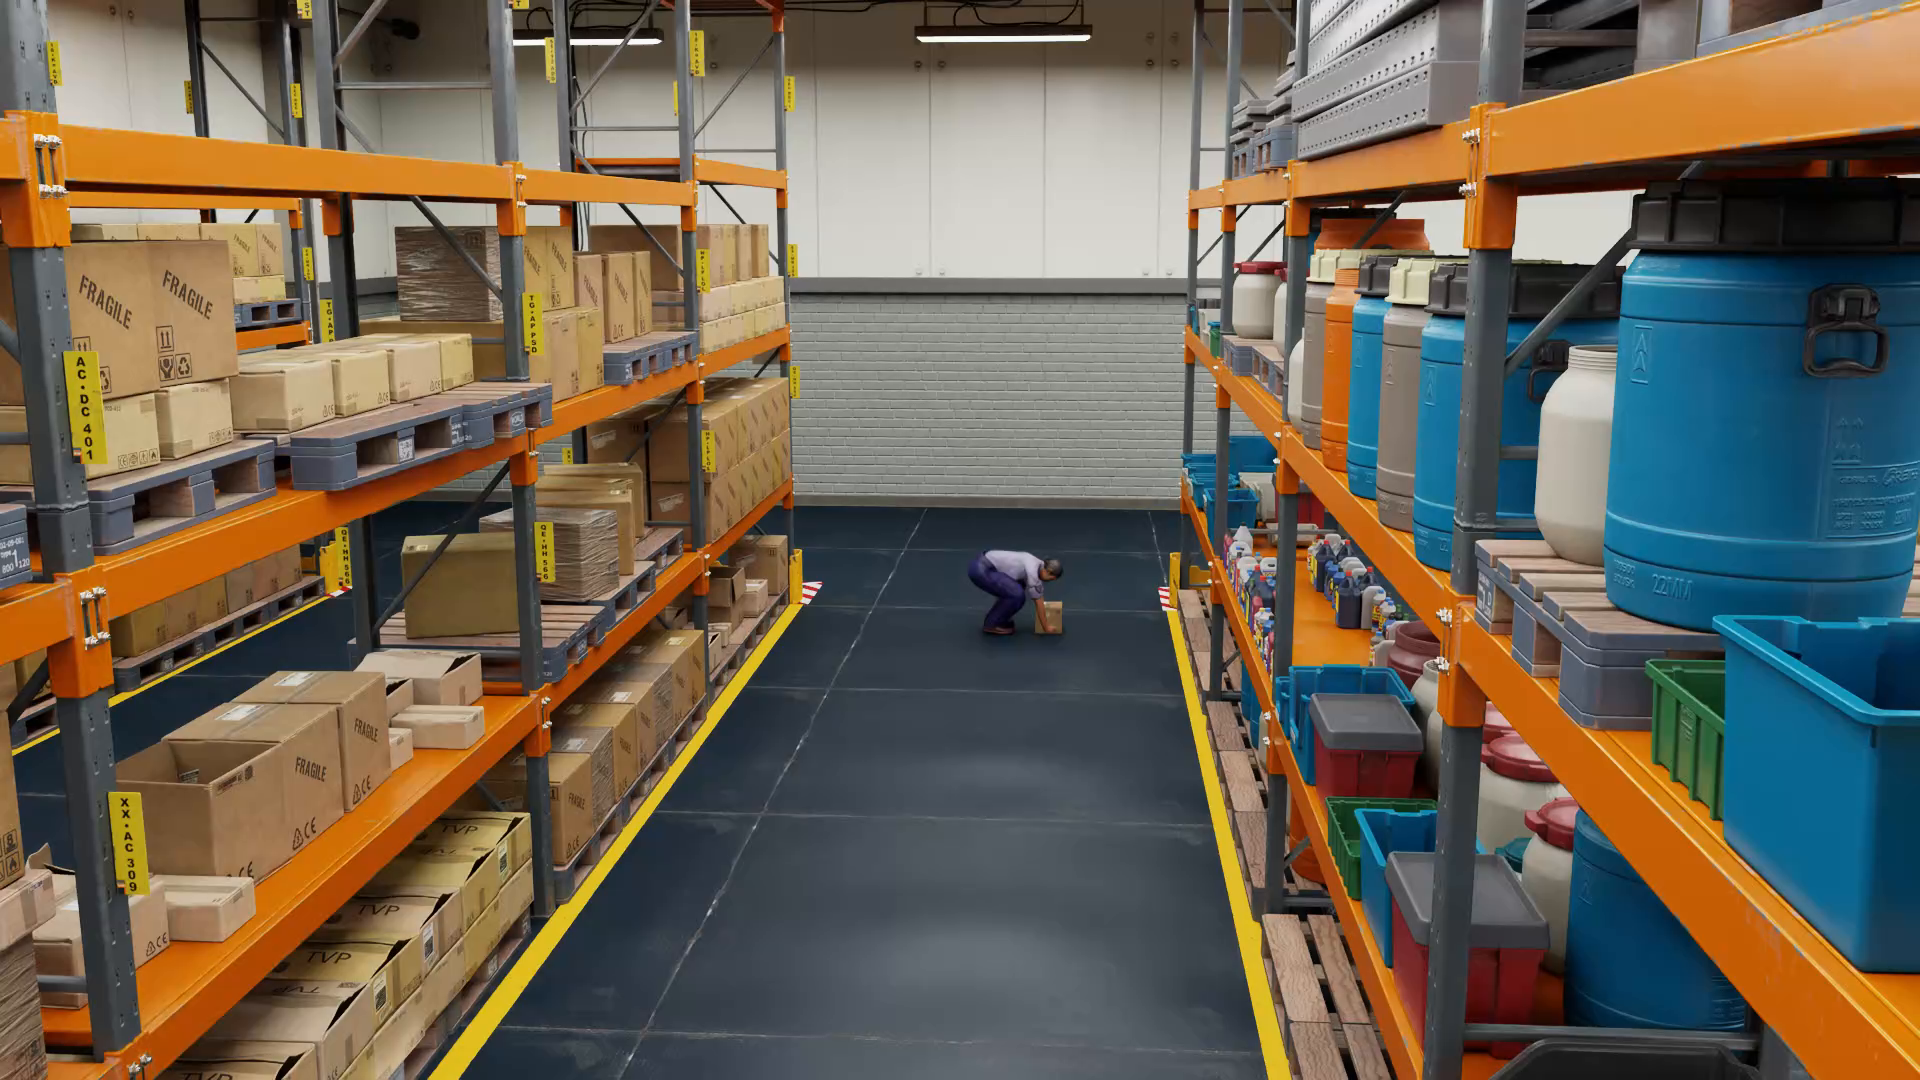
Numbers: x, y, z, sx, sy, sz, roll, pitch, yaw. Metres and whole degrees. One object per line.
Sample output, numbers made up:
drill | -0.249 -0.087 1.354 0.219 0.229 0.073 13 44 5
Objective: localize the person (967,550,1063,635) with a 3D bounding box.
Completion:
person | 0.525 0.488 15.789 0.905 0.783 0.524 0 11 2
